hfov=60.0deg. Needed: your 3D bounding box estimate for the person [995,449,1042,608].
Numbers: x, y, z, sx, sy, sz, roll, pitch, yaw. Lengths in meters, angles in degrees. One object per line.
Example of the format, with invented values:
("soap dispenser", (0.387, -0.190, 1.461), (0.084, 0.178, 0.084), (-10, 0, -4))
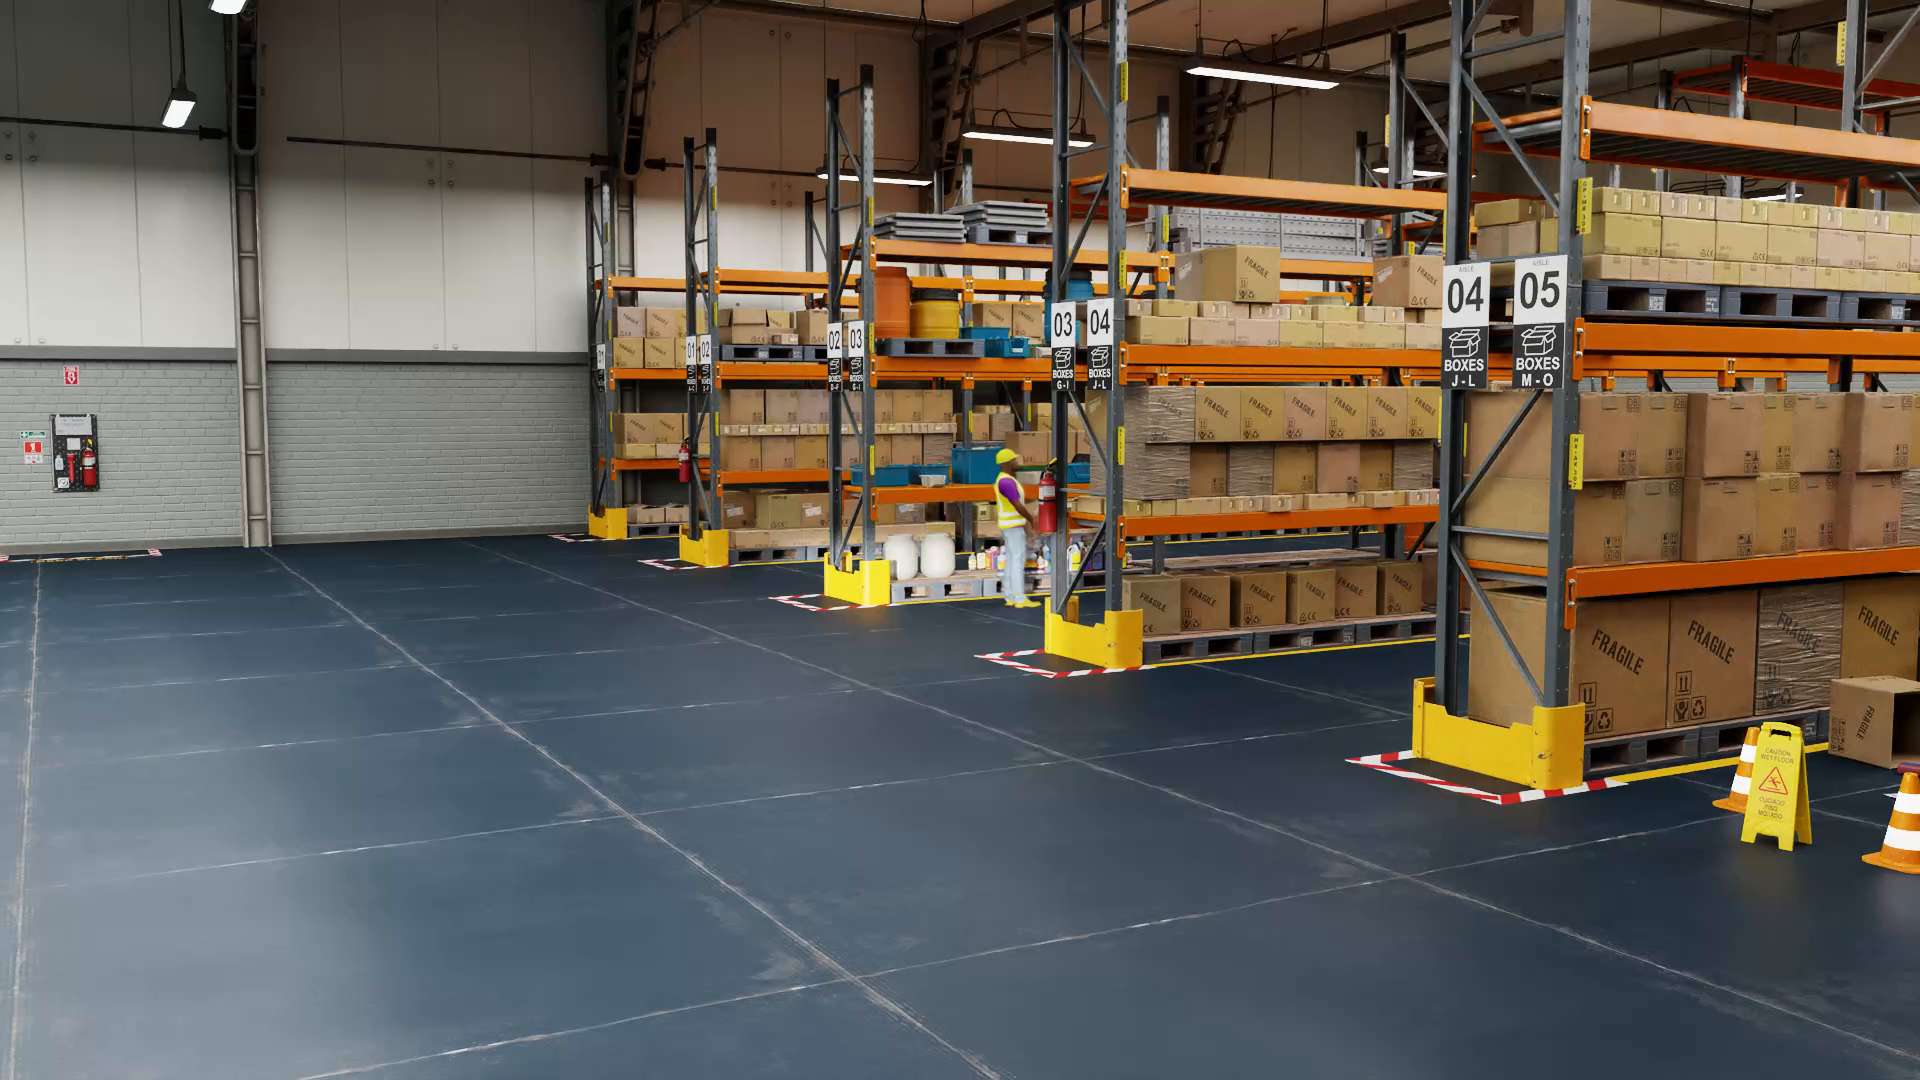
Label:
("person", (0.660, -0.141, 18.693), (0.538, 1.771, 0.537), (0, 5, -3))
